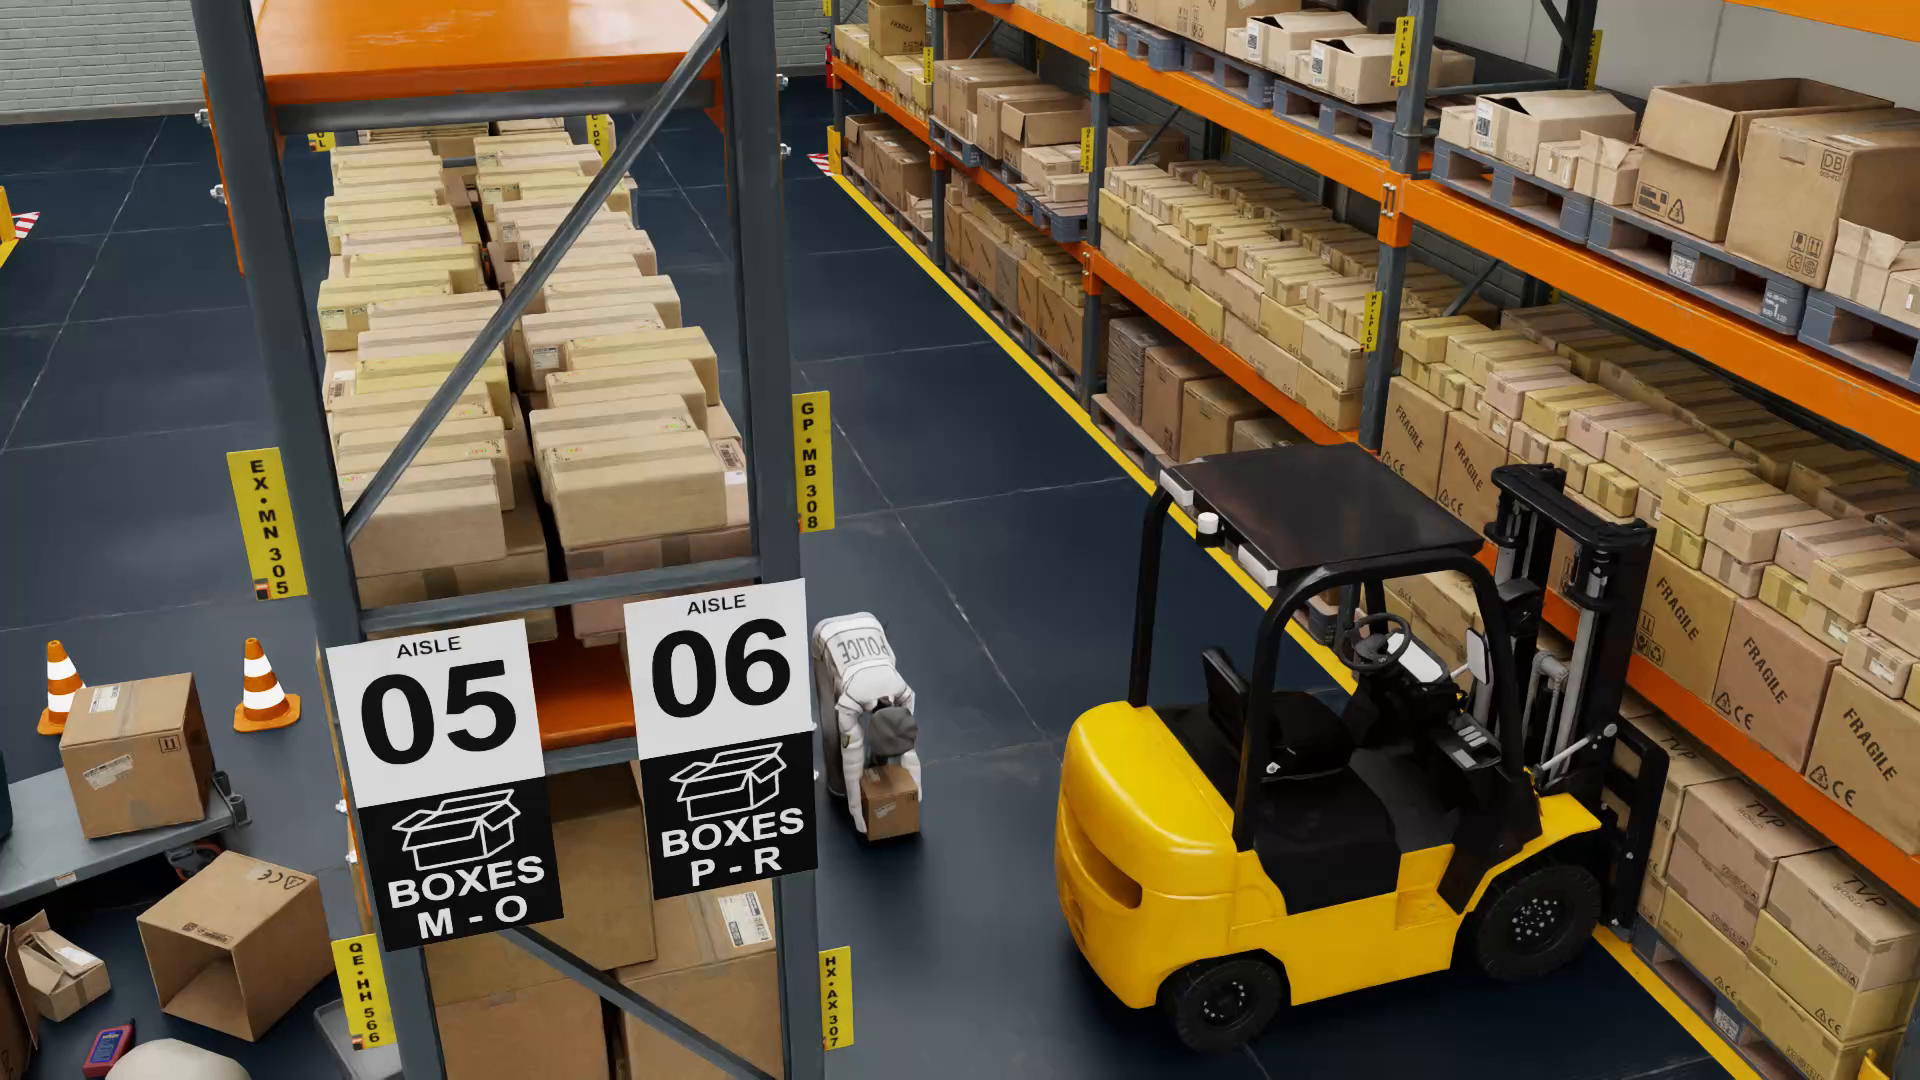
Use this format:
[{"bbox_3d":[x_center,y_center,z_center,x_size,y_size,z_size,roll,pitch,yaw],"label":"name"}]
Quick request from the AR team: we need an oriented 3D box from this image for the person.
[{"bbox_3d":[-0.456,0.892,8.178,0.445,0.903,0.879,-10,28,-18],"label":"person"}]
